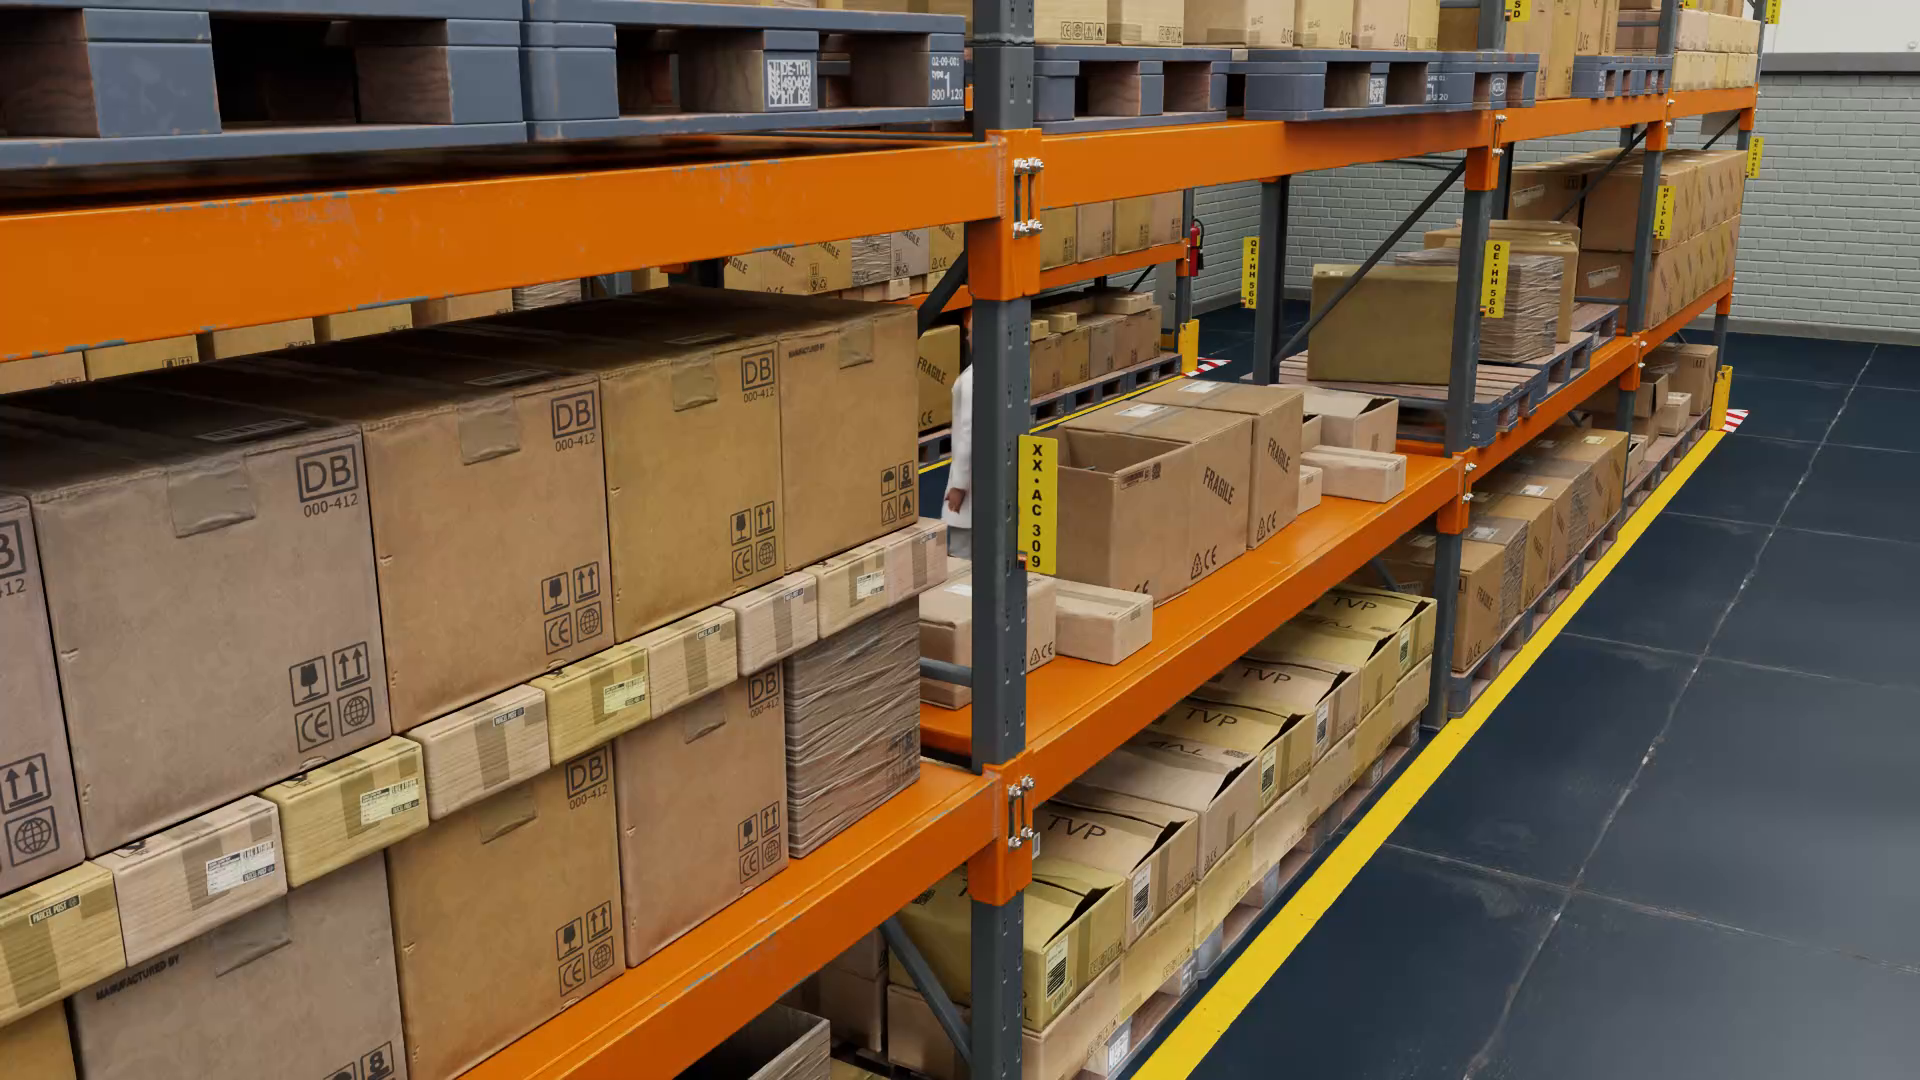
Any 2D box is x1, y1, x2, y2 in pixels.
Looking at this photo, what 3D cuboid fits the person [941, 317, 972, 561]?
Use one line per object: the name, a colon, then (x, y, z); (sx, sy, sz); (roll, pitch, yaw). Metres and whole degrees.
person: (0.097, -0.315, 8.658); (0.403, 1.792, 0.618); (10, 19, 30)
